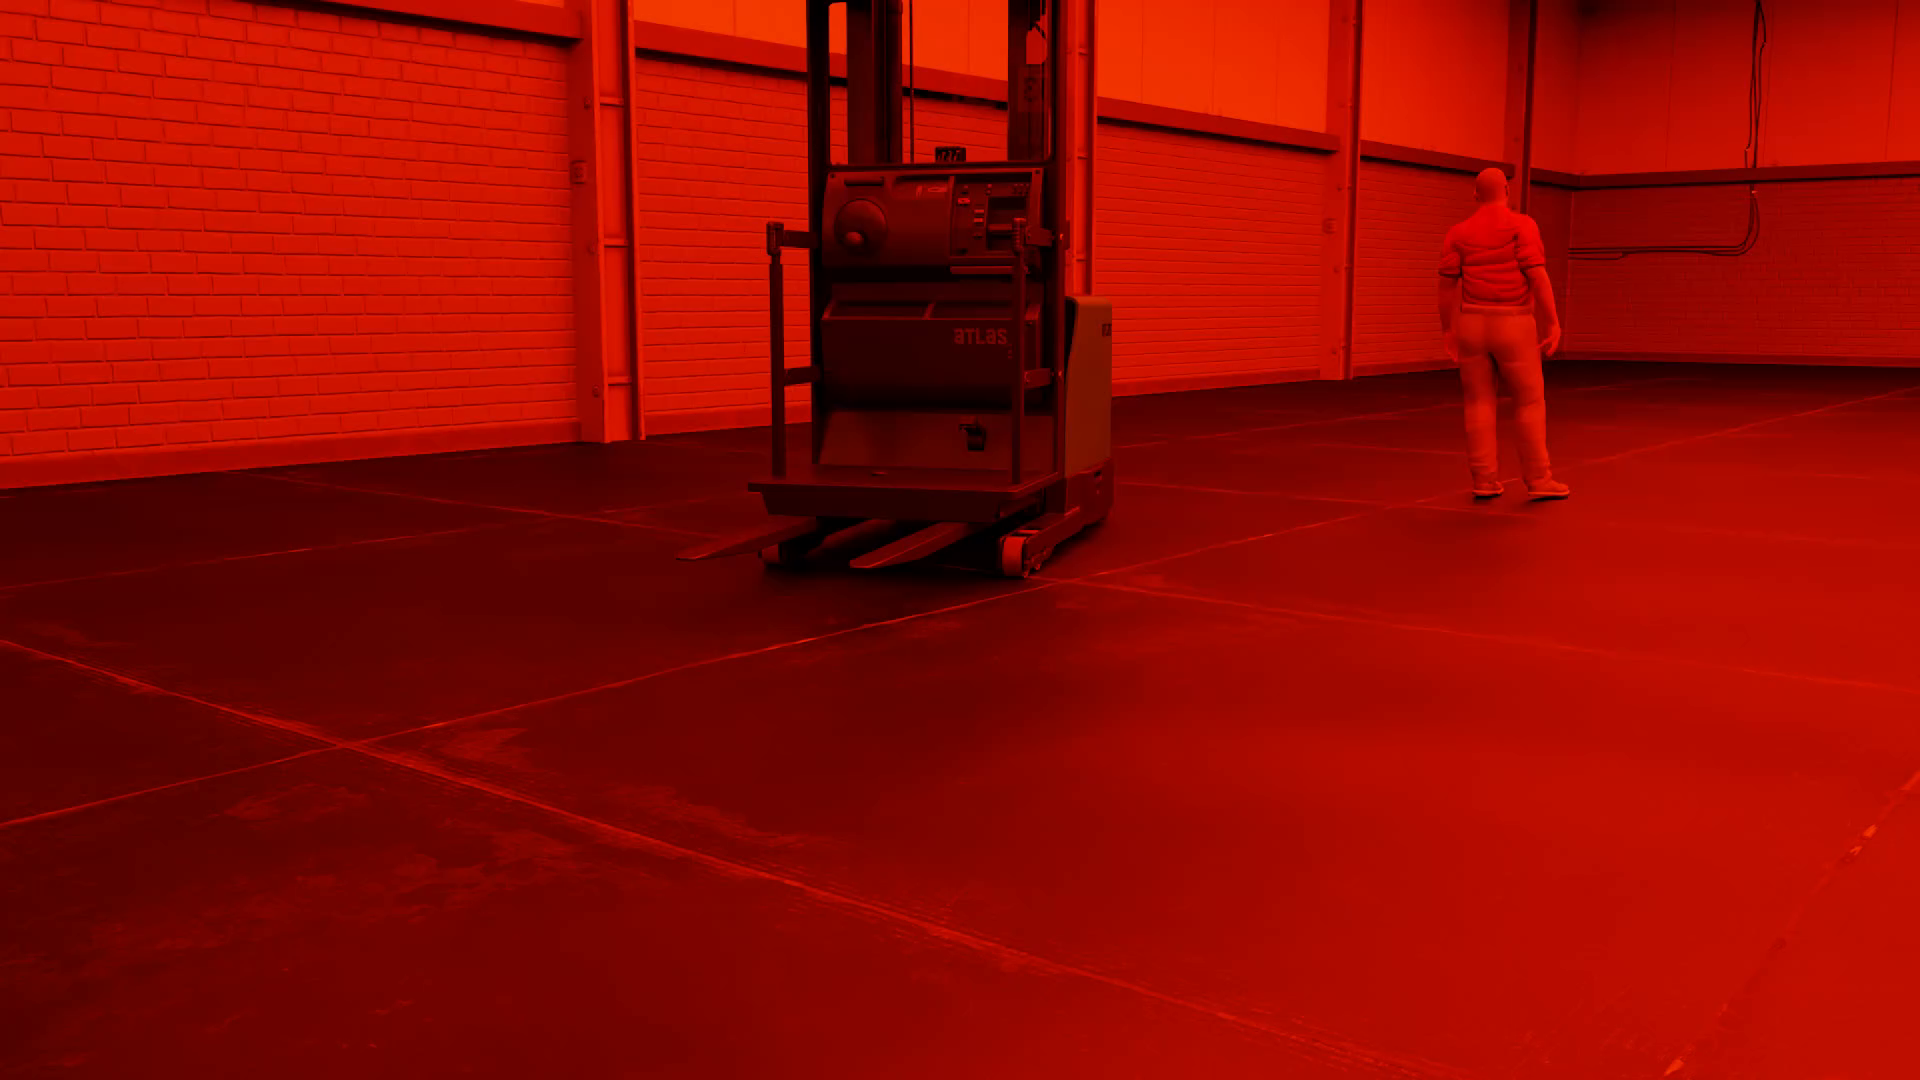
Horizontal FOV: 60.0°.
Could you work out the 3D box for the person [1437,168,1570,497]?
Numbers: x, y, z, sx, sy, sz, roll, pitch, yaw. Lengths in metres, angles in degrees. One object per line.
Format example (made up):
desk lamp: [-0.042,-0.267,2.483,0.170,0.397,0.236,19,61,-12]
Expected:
person: [2.901,-1.095,8.864,0.641,1.727,0.551,7,11,39]

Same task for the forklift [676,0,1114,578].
forklift: [-0.176,-1.366,6.616,1.130,2.935,3.031,3,9,17]
